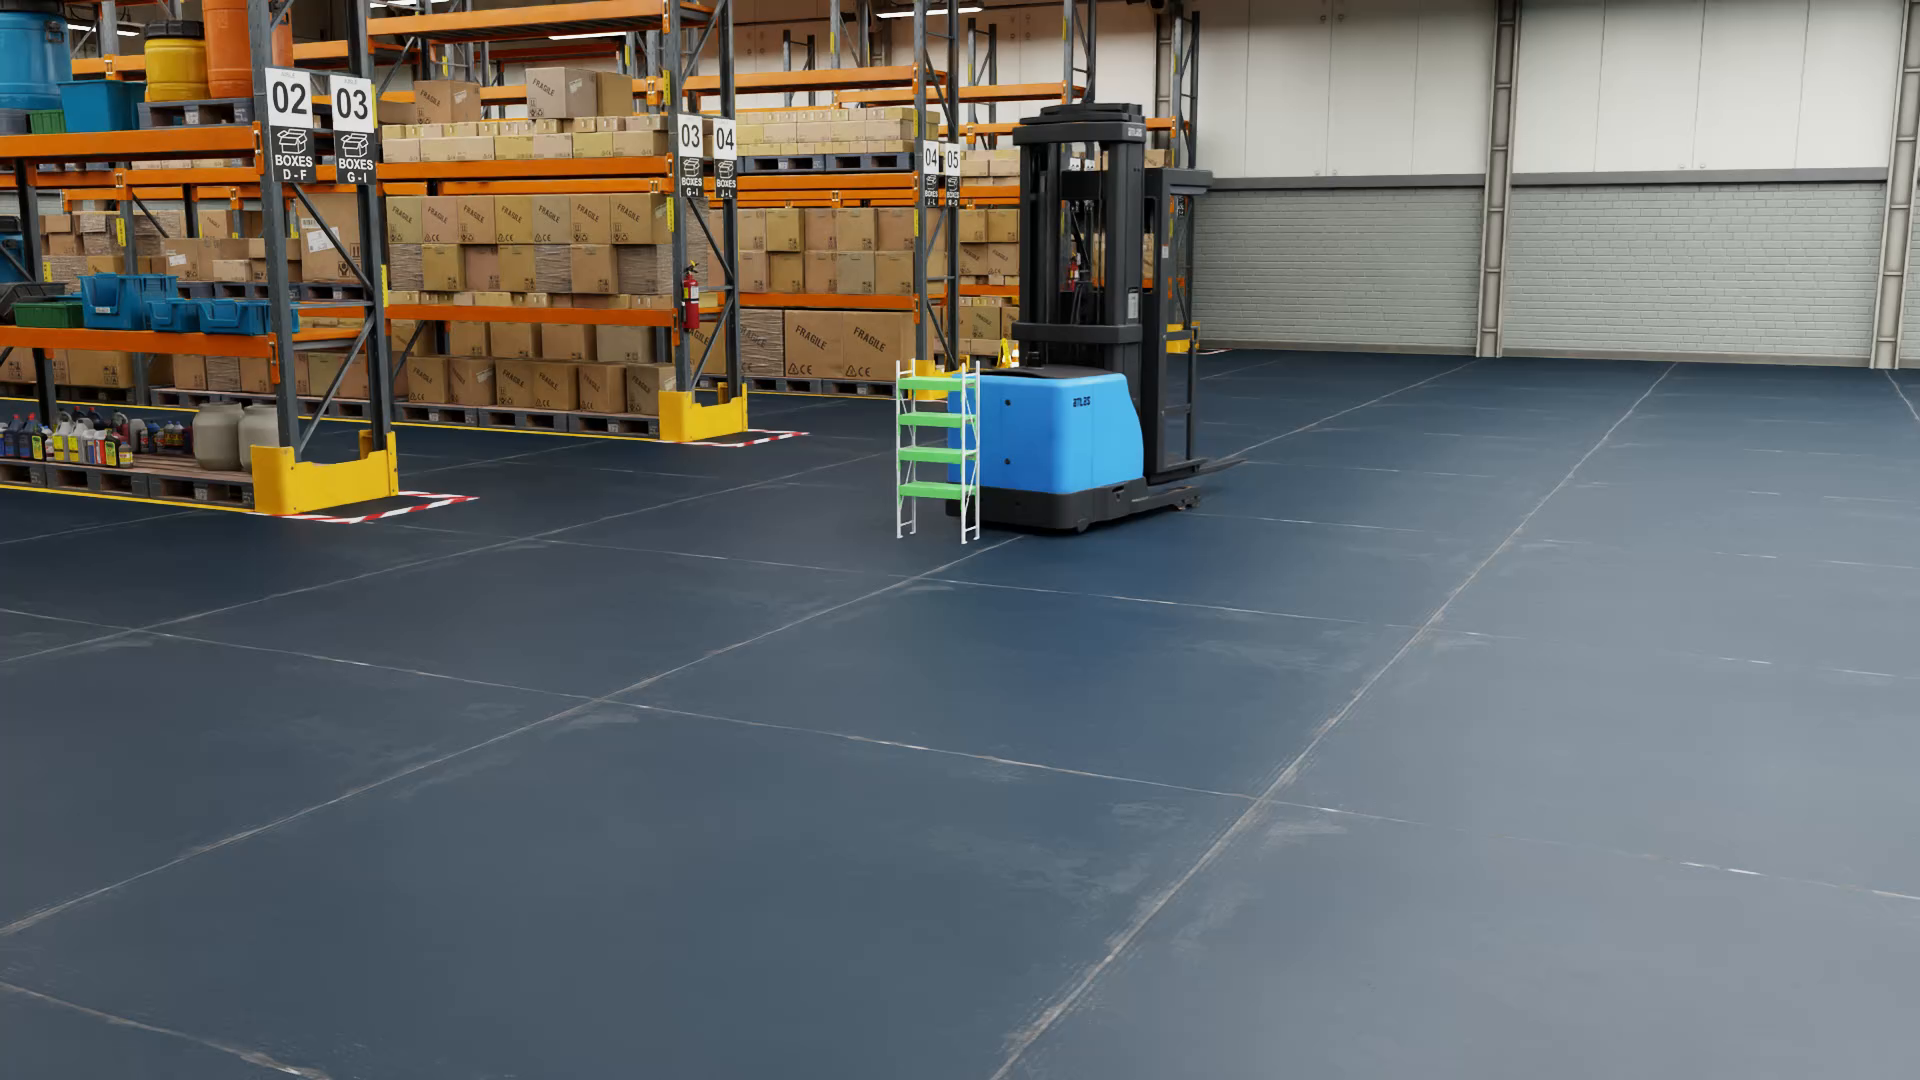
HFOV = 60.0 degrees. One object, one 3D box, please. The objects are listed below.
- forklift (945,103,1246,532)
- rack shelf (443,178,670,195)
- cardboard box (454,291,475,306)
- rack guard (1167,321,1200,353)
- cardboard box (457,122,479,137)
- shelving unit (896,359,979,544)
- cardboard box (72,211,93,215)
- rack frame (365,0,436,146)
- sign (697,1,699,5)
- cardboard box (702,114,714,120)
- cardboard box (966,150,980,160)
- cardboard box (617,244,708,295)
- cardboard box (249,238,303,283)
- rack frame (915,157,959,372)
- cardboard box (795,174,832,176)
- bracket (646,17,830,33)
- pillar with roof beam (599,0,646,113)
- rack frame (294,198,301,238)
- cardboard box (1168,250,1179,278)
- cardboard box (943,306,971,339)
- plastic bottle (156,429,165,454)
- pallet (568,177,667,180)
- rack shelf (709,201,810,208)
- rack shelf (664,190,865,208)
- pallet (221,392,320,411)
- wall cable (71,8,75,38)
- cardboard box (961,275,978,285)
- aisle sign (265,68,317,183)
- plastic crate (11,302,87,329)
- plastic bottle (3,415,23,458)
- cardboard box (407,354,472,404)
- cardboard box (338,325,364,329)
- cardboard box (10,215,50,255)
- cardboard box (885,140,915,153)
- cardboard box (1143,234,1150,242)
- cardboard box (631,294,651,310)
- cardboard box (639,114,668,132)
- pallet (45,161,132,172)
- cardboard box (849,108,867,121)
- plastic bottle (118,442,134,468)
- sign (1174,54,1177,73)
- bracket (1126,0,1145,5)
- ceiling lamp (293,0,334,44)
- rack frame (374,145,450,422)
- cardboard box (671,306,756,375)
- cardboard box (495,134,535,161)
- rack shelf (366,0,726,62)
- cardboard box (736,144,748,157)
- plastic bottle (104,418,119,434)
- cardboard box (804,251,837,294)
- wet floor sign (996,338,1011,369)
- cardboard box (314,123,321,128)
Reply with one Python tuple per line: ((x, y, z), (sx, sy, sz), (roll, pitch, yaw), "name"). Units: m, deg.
((1.181, -1.709, 12.441), (1.130, 2.935, 3.031), (8, 13, 36), "forklift")
((-5.670, -4.932, 23.657), (4.000, 0.370, 1.077), (5, 11, 26), "rack shelf")
((-5.212, -2.598, 17.869), (0.250, 0.149, 0.380), (5, 11, 26), "cardboard box")
((4.025, -3.697, 30.254), (0.348, 0.500, 1.175), (5, 11, 26), "rack guard")
((-5.064, -4.310, 17.499), (0.250, 0.149, 0.380), (5, 11, 25), "cardboard box")
((-0.148, -0.603, 11.195), (0.503, 1.200, 0.258), (5, 11, 26), "shelving unit")
((-14.352, -5.208, 27.660), (0.500, 0.500, 0.500), (5, 11, 25), "cardboard box")
((-6.161, -5.820, 18.122), (0.127, 3.000, 1.000), (5, 11, 26), "rack frame")
((-3.608, -7.229, 22.837), (0.005, 0.325, 0.100), (5, 11, 26), "sign")
((-3.244, -5.530, 21.948), (0.250, 0.149, 0.380), (5, 11, 25), "cardboard box")
((0.282, -5.977, 25.878), (0.250, 0.149, 0.380), (5, 11, 24), "cardboard box")
((-3.055, -2.797, 17.143), (0.500, 0.500, 0.875), (5, 11, 26), "cardboard box")
((-7.757, -3.248, 19.283), (0.637, 0.503, 0.797), (6, 12, 32), "cardboard box")
((-0.289, -3.337, 21.248), (0.127, 3.000, 1.000), (5, 11, 26), "rack frame")
((-2.364, -6.083, 27.237), (0.500, 0.250, 0.500), (5, 11, 25), "cardboard box")
((-4.442, -10.503, 33.887), (4.783, 0.066, 0.076), (5, 11, 26), "bracket")
((-8.888, -8.338, 32.032), (0.548, 9.000, 9.100), (5, 11, 26), "pillar with roof beam")
((-12.538, -5.397, 32.626), (0.127, 3.000, 1.000), (5, 11, 26), "rack frame")
((3.682, -5.062, 30.494), (0.500, 0.500, 0.500), (5, 12, 28), "cardboard box")
((0.058, -3.462, 26.369), (0.500, 0.500, 0.500), (5, 11, 24), "cardboard box")
((-6.740, -0.837, 14.054), (0.097, 0.201, 0.097), (0, 10, 0), "plastic bottle")
((-4.720, -5.099, 23.095), (1.217, 0.209, 0.805), (5, 11, 24), "pallet")
((-4.964, -6.839, 34.193), (4.000, 0.370, 1.077), (5, 11, 26), "rack shelf")
((-3.570, -5.731, 28.069), (4.000, 0.370, 1.077), (5, 11, 26), "rack shelf")
((-7.958, -1.653, 19.772), (1.213, 0.211, 1.003), (5, 11, 26), "pallet")
((-18.446, -11.457, 32.419), (0.029, 3.000, 2.355), (5, 11, 26), "wall cable")
((0.203, -4.097, 26.151), (0.250, 0.149, 0.380), (5, 11, 25), "cardboard box")
((-4.833, -2.988, 12.019), (0.004, 0.787, 0.394), (5, 11, 26), "aisle sign")
((-7.260, -1.821, 13.464), (0.662, 0.188, 0.450), (5, 11, 26), "plastic crate")
((-7.812, -0.860, 13.765), (0.185, 0.351, 0.144), (5, 12, 27), "plastic bottle")
((-5.820, -1.807, 18.632), (0.500, 0.500, 0.500), (5, 11, 24), "cardboard box")
((-9.114, -3.035, 25.417), (0.500, 0.500, 0.500), (4, 11, 23), "cardboard box")
((-11.584, -3.890, 21.205), (0.637, 0.503, 0.797), (5, 12, 28), "cardboard box")
((-0.737, -4.918, 20.802), (0.250, 0.149, 0.380), (5, 11, 26), "cardboard box")
((3.354, -5.453, 29.999), (0.250, 0.149, 0.380), (5, 11, 26), "cardboard box")
((-3.145, -2.439, 16.989), (0.250, 0.149, 0.380), (5, 11, 26), "cardboard box")
((-2.961, -4.124, 16.471), (0.250, 0.149, 0.380), (5, 11, 26), "cardboard box")
((-10.349, -4.609, 20.381), (1.003, 0.211, 1.213), (6, 12, 28), "pallet")
((-1.194, -5.350, 20.955), (0.250, 0.149, 0.380), (5, 12, 27), "cardboard box")
((-6.607, -0.676, 13.167), (0.097, 0.201, 0.097), (0, 10, 0), "plastic bottle")
((3.751, -8.294, 28.945), (0.005, 0.325, 0.100), (5, 11, 26), "sign")
((3.249, -9.827, 30.153), (0.430, 0.232, 0.235), (5, 11, 26), "bracket")
((-13.779, -11.853, 35.066), (0.800, 3.185, 2.000), (5, 11, 26), "ceiling lamp")
((-6.161, -2.868, 18.656), (0.127, 3.000, 1.000), (5, 11, 26), "rack frame")
((-3.343, -2.753, 22.806), (0.875, 0.875, 0.875), (5, 11, 27), "cardboard box")
((-4.477, -4.072, 17.307), (0.500, 0.250, 0.500), (5, 11, 25), "cardboard box")
((-4.368, -5.307, 17.316), (4.000, 0.370, 1.077), (5, 11, 26), "rack shelf")
((-2.787, -5.098, 21.798), (0.250, 0.149, 0.380), (5, 11, 25), "cardboard box")
((-7.208, -0.894, 14.137), (0.133, 0.283, 0.061), (5, 11, 26), "plastic bottle")
((-1.591, -3.537, 21.931), (0.550, 0.550, 0.875), (5, 11, 26), "cardboard box")
((0.613, -2.493, 23.192), (0.232, 0.644, 0.267), (3, 11, 16), "wet floor sign")
((-7.048, -4.543, 18.685), (0.258, 0.266, 0.396), (5, 12, 28), "cardboard box")
